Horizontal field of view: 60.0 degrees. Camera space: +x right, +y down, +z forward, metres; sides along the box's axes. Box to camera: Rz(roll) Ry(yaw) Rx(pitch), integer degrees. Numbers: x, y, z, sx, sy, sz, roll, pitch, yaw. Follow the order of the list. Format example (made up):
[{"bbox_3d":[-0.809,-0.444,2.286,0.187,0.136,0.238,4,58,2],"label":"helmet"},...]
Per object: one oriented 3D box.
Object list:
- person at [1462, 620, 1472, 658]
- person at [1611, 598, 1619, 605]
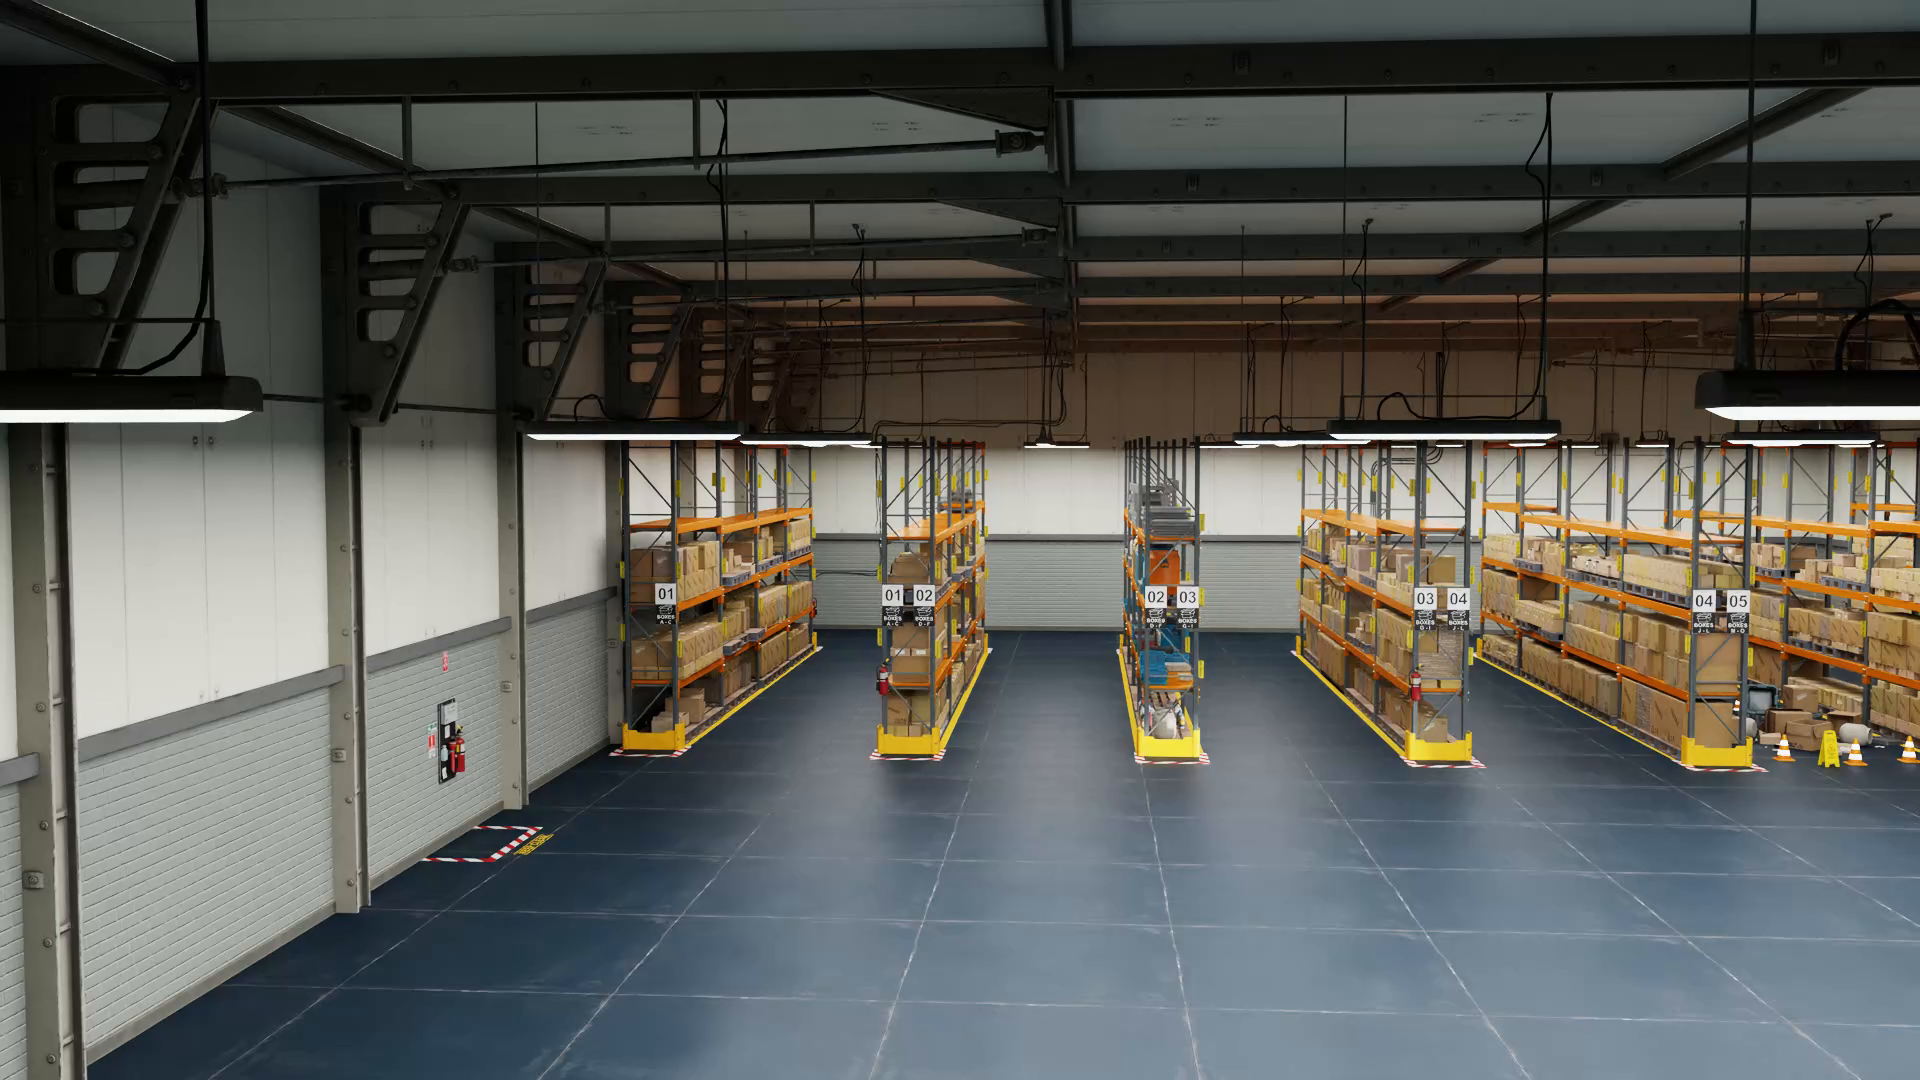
[{"bbox_3d":[12.804,2.578,42.470,0.679,1.761,0.635,0,3,3],"label":"person"},{"bbox_3d":[18.648,2.423,47.479,0.547,1.539,0.534,0,3,7],"label":"person"}]
